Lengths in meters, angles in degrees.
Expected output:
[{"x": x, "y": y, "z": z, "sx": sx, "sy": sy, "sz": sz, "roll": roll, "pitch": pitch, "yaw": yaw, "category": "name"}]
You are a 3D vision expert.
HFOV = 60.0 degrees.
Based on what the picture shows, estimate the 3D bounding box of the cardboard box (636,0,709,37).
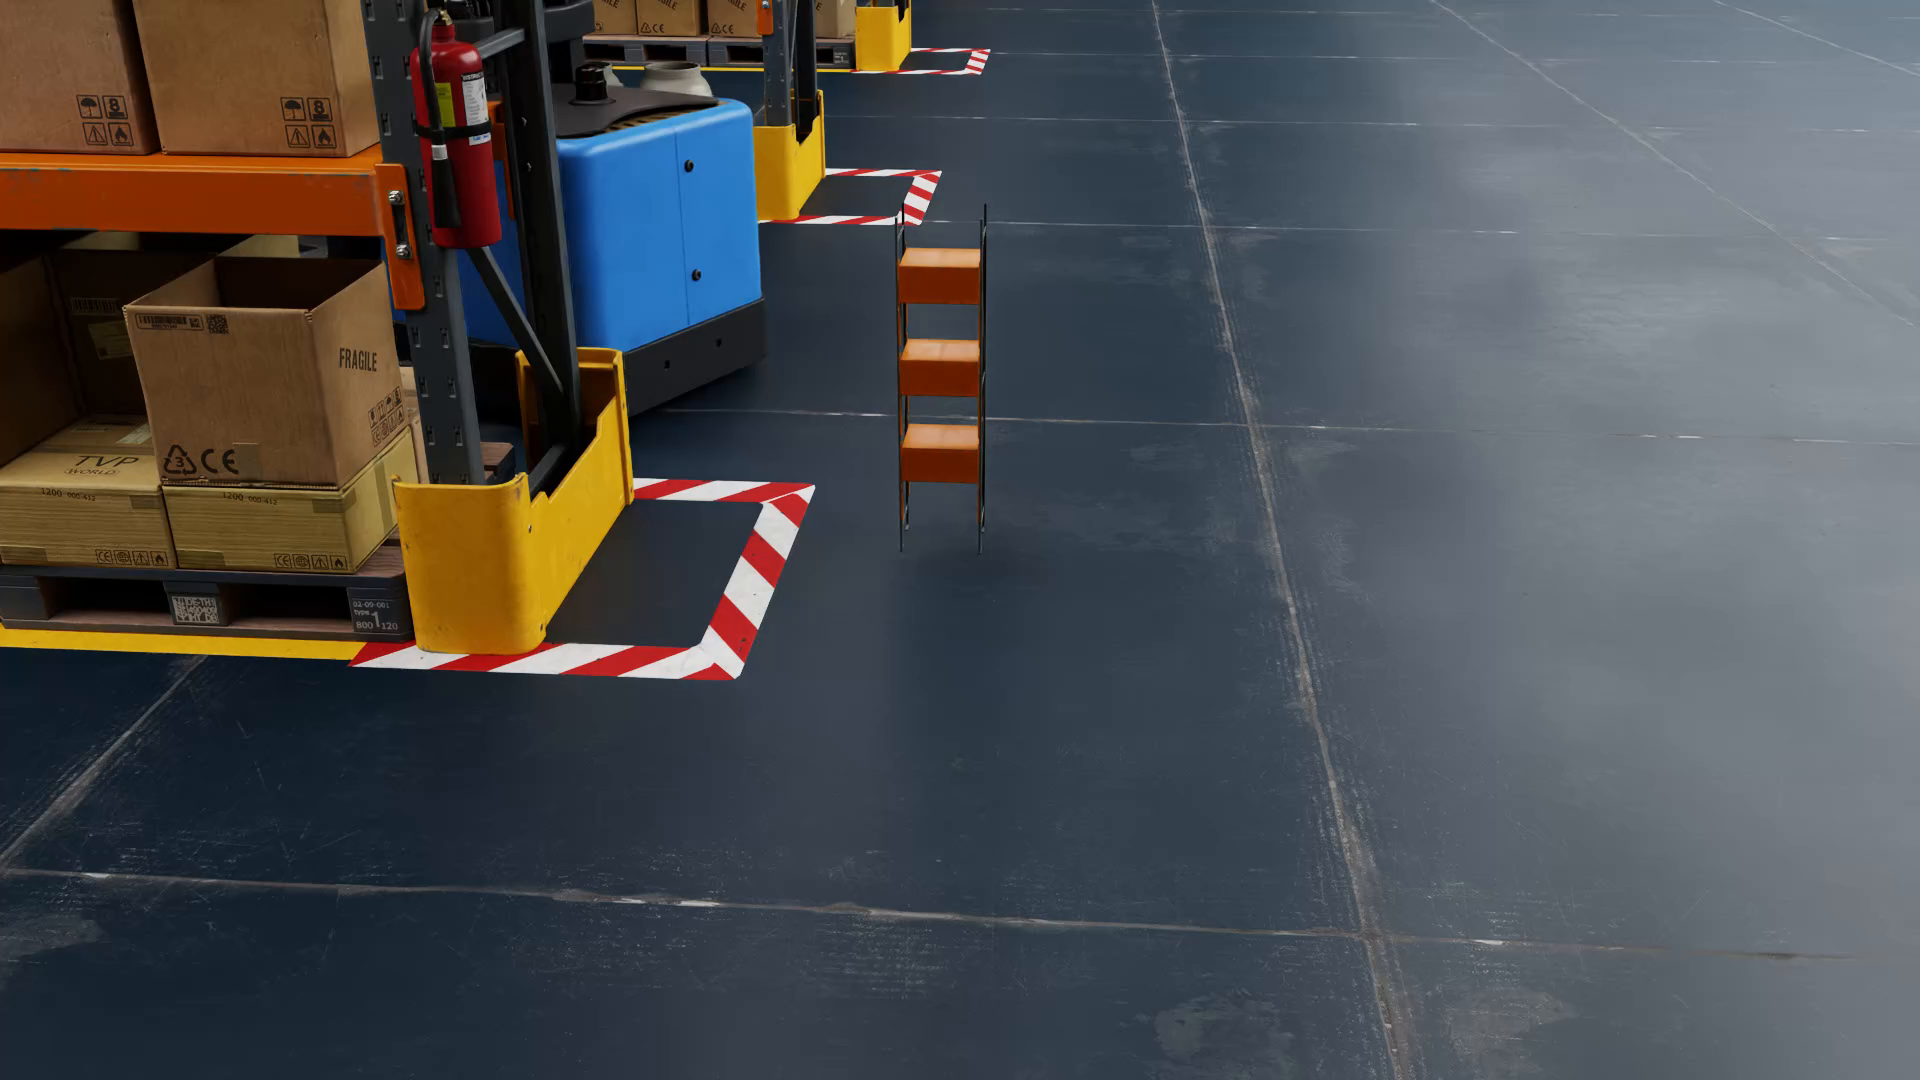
[{"x": -2.405, "y": -4.537, "z": 14.009, "sx": 0.500, "sy": 0.500, "sz": 0.500, "roll": 4, "pitch": 25, "yaw": 9, "category": "cardboard box"}]

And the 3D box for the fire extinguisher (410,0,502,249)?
[{"x": -1.242, "y": -1.061, "z": 4.059, "sx": 0.183, "sy": 0.674, "sz": 0.296, "roll": 2, "pitch": 25, "yaw": 4, "category": "fire extinguisher"}]

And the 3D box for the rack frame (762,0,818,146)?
[{"x": -0.941, "y": -3.357, "z": 8.958, "sx": 0.127, "sy": 3.000, "sz": 1.000, "roll": 2, "pitch": 25, "yaw": 4, "category": "rack frame"}]

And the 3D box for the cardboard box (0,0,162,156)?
[{"x": -2.313, "y": -1.374, "z": 4.527, "sx": 0.500, "sy": 0.500, "sz": 0.700, "roll": 2, "pitch": 25, "yaw": 5, "category": "cardboard box"}]

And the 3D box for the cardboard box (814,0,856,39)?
[{"x": -1.184, "y": -4.504, "z": 13.938, "sx": 0.500, "sy": 0.500, "sz": 0.500, "roll": 6, "pitch": 25, "yaw": 14, "category": "cardboard box"}]

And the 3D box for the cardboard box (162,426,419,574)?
[{"x": -1.882, "y": -0.129, "z": 4.728, "sx": 0.500, "sy": 0.250, "sz": 0.500, "roll": 2, "pitch": 25, "yaw": 4, "category": "cardboard box"}]

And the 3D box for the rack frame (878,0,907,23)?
[{"x": -0.562, "y": -5.422, "z": 13.444, "sx": 0.127, "sy": 3.000, "sz": 1.000, "roll": 2, "pitch": 25, "yaw": 4, "category": "rack frame"}]

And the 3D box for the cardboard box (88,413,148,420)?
[{"x": -2.341, "y": -0.359, "z": 5.229, "sx": 0.500, "sy": 0.250, "sz": 0.500, "roll": 2, "pitch": 25, "yaw": 4, "category": "cardboard box"}]

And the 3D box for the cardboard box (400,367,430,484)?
[{"x": -1.842, "y": -0.345, "z": 5.198, "sx": 0.500, "sy": 0.250, "sz": 0.500, "roll": 2, "pitch": 25, "yaw": 4, "category": "cardboard box"}]

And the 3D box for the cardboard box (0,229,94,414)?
[{"x": -2.840, "y": -0.711, "z": 5.097, "sx": 0.500, "sy": 0.500, "sz": 0.500, "roll": 2, "pitch": 25, "yaw": 4, "category": "cardboard box"}]

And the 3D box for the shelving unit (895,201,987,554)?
[{"x": -0.053, "y": -0.479, "z": 5.034, "sx": 0.252, "sy": 1.050, "sz": 0.215, "roll": 2, "pitch": 25, "yaw": 4, "category": "shelving unit"}]

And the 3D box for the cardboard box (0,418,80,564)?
[{"x": -2.880, "y": -0.155, "z": 4.786, "sx": 0.500, "sy": 0.250, "sz": 0.500, "roll": 2, "pitch": 25, "yaw": 4, "category": "cardboard box"}]

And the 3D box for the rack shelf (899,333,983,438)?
[{"x": -0.053, "y": -0.469, "z": 5.039, "sx": 0.240, "sy": 0.259, "sz": 0.215, "roll": 2, "pitch": 25, "yaw": 4, "category": "rack shelf"}]

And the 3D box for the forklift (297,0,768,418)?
[{"x": -2.298, "y": -2.173, "z": 6.465, "sx": 3.031, "sy": 2.935, "sz": 1.130, "roll": 14, "pitch": 28, "yaw": 28, "category": "forklift"}]

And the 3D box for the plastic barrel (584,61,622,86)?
[{"x": -2.103, "y": -2.423, "z": 9.402, "sx": 0.421, "sy": 0.512, "sz": 0.421, "roll": 0, "pitch": 25, "yaw": 0, "category": "plastic barrel"}]

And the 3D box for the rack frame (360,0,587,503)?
[{"x": -1.324, "y": -1.293, "z": 4.472, "sx": 0.127, "sy": 3.000, "sz": 1.000, "roll": 2, "pitch": 25, "yaw": 4, "category": "rack frame"}]

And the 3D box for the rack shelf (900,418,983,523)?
[{"x": -0.053, "y": -0.217, "z": 5.155, "sx": 0.240, "sy": 0.259, "sz": 0.215, "roll": 2, "pitch": 25, "yaw": 4, "category": "rack shelf"}]

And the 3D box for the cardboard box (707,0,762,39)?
[{"x": -1.782, "y": -4.509, "z": 13.948, "sx": 0.500, "sy": 0.500, "sz": 0.500, "roll": 8, "pitch": 26, "yaw": 18, "category": "cardboard box"}]

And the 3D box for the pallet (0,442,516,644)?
[{"x": -2.090, "y": -0.033, "z": 5.070, "sx": 1.213, "sy": 0.211, "sz": 1.003, "roll": 2, "pitch": 25, "yaw": 4, "category": "pallet"}]

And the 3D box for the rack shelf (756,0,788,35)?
[{"x": -2.936, "y": -3.095, "z": 9.248, "sx": 4.000, "sy": 0.370, "sz": 1.077, "roll": 2, "pitch": 25, "yaw": 4, "category": "rack shelf"}]

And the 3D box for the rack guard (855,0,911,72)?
[{"x": -0.638, "y": -4.289, "z": 13.972, "sx": 0.348, "sy": 0.500, "sz": 1.175, "roll": 2, "pitch": 25, "yaw": 4, "category": "rack guard"}]

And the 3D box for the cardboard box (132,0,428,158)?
[{"x": -1.789, "y": -1.359, "z": 4.495, "sx": 0.500, "sy": 0.500, "sz": 0.700, "roll": 2, "pitch": 25, "yaw": 4, "category": "cardboard box"}]

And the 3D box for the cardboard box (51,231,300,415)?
[{"x": -2.341, "y": -0.701, "z": 5.074, "sx": 0.500, "sy": 0.500, "sz": 0.500, "roll": 2, "pitch": 25, "yaw": 4, "category": "cardboard box"}]

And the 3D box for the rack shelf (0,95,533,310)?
[{"x": -3.319, "y": -1.030, "z": 4.761, "sx": 4.000, "sy": 0.370, "sz": 1.077, "roll": 2, "pitch": 25, "yaw": 4, "category": "rack shelf"}]

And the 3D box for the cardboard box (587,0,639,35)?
[{"x": -2.958, "y": -4.573, "z": 14.088, "sx": 0.500, "sy": 0.500, "sz": 0.500, "roll": 0, "pitch": 25, "yaw": -1, "category": "cardboard box"}]

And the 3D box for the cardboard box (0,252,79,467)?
[{"x": -2.880, "y": -0.494, "z": 4.626, "sx": 0.500, "sy": 0.500, "sz": 0.500, "roll": 2, "pitch": 25, "yaw": 4, "category": "cardboard box"}]

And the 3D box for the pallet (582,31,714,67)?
[{"x": -2.659, "y": -4.238, "z": 14.208, "sx": 1.213, "sy": 0.211, "sz": 1.003, "roll": 2, "pitch": 25, "yaw": 4, "category": "pallet"}]

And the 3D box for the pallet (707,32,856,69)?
[{"x": -1.445, "y": -4.198, "z": 14.121, "sx": 1.213, "sy": 0.211, "sz": 1.003, "roll": 2, "pitch": 25, "yaw": 4, "category": "pallet"}]

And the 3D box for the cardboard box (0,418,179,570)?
[{"x": -2.381, "y": -0.140, "z": 4.752, "sx": 0.500, "sy": 0.250, "sz": 0.500, "roll": 2, "pitch": 25, "yaw": 4, "category": "cardboard box"}]

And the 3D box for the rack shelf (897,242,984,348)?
[{"x": -0.053, "y": -0.727, "z": 4.920, "sx": 0.240, "sy": 0.259, "sz": 0.215, "roll": 2, "pitch": 25, "yaw": 4, "category": "rack shelf"}]

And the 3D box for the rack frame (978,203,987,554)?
[{"x": 0.068, "y": -0.475, "z": 5.026, "sx": 0.008, "sy": 1.050, "sz": 0.200, "roll": 2, "pitch": 25, "yaw": 4, "category": "rack frame"}]

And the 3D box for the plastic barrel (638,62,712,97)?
[{"x": -1.604, "y": -2.407, "z": 9.367, "sx": 0.421, "sy": 0.512, "sz": 0.421, "roll": 0, "pitch": 25, "yaw": 0, "category": "plastic barrel"}]

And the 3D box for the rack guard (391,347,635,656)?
[{"x": -1.300, "y": -0.157, "z": 4.993, "sx": 0.348, "sy": 0.500, "sz": 1.175, "roll": 2, "pitch": 25, "yaw": 4, "category": "rack guard"}]

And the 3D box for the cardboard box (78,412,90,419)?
[{"x": -2.839, "y": -0.375, "z": 5.264, "sx": 0.500, "sy": 0.250, "sz": 0.500, "roll": 2, "pitch": 25, "yaw": 4, "category": "cardboard box"}]

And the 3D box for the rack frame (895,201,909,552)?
[{"x": -0.175, "y": -0.483, "z": 5.043, "sx": 0.008, "sy": 1.050, "sz": 0.200, "roll": 2, "pitch": 25, "yaw": 4, "category": "rack frame"}]

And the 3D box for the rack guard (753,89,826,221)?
[{"x": -1.021, "y": -2.205, "z": 9.443, "sx": 0.348, "sy": 0.500, "sz": 1.175, "roll": 2, "pitch": 25, "yaw": 4, "category": "rack guard"}]

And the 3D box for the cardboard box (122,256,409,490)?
[{"x": -1.882, "y": -0.469, "z": 4.570, "sx": 0.500, "sy": 0.500, "sz": 0.500, "roll": 2, "pitch": 25, "yaw": 4, "category": "cardboard box"}]
